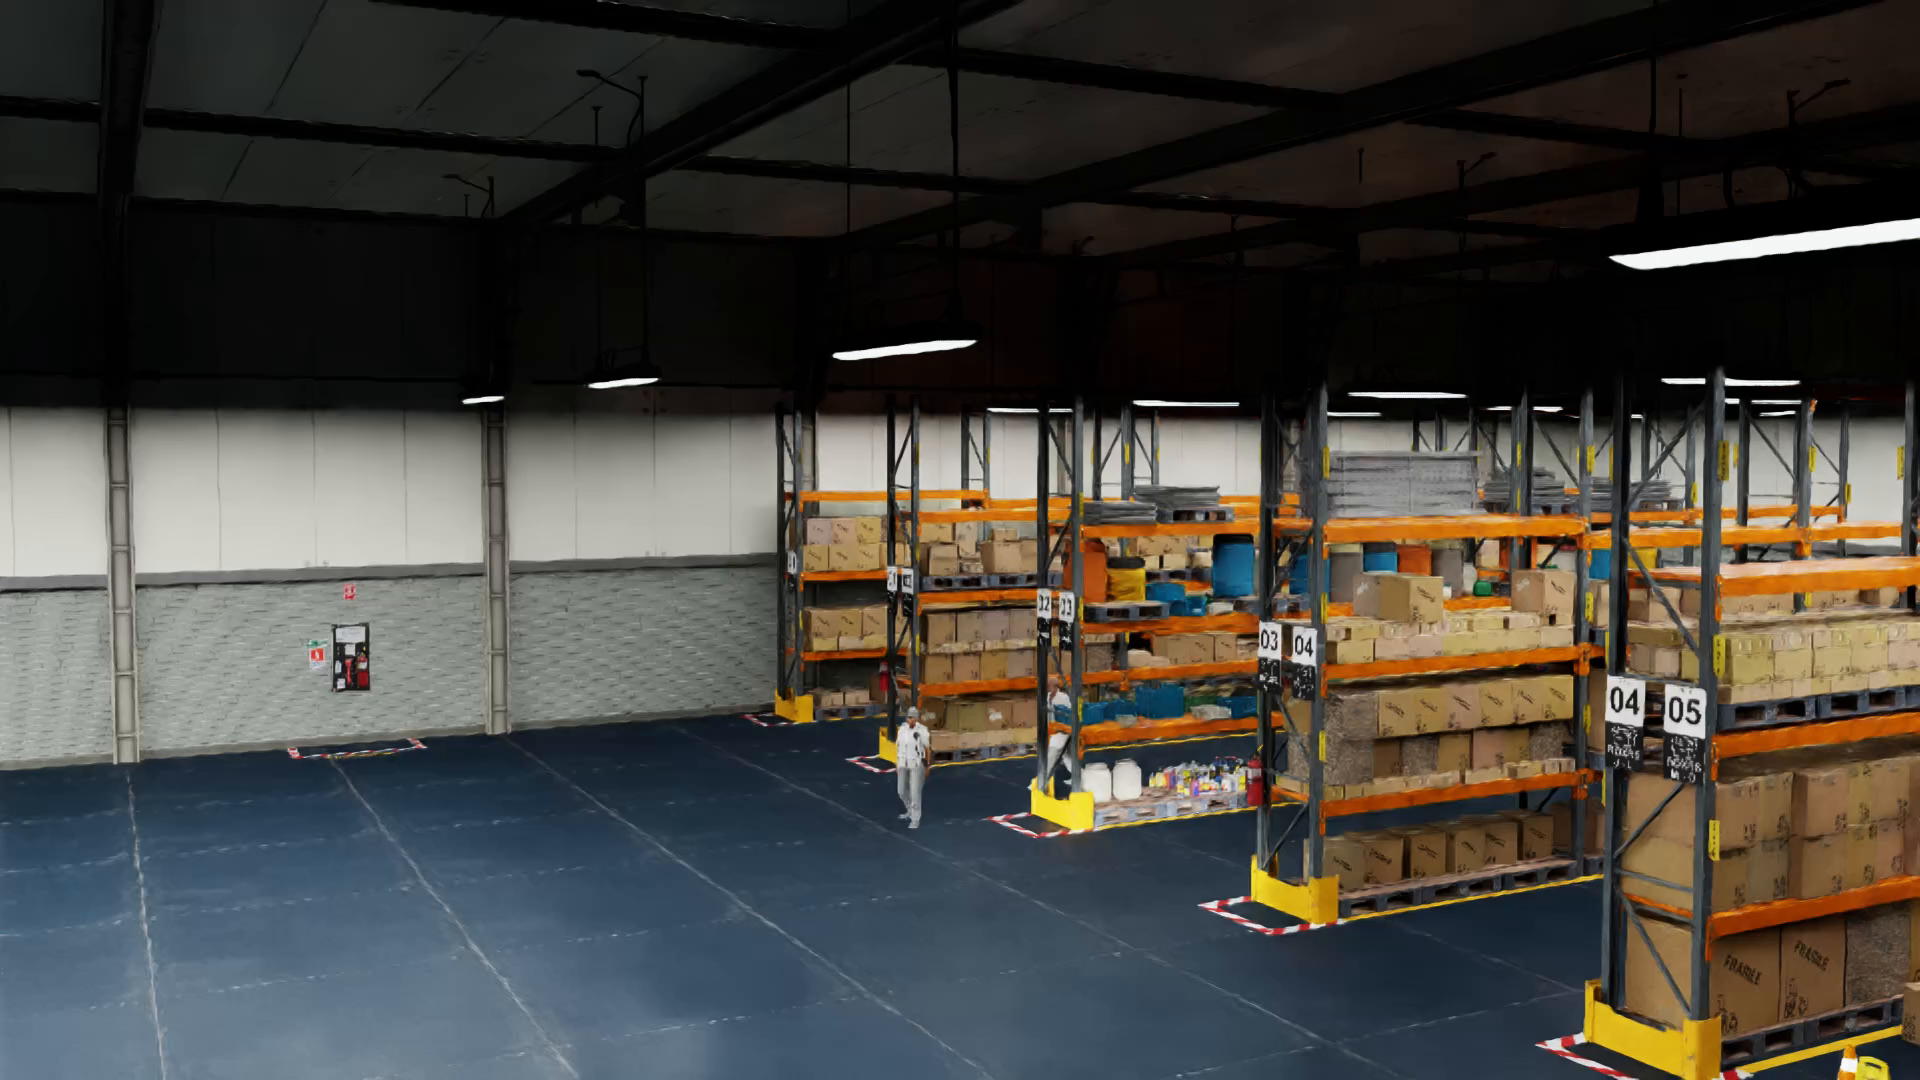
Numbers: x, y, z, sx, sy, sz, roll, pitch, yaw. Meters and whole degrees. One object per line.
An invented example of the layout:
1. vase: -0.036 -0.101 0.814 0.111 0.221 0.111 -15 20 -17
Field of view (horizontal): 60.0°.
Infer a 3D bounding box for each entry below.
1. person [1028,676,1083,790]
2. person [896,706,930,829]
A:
1. person: 1.433 2.886 24.932 1.197 1.699 0.600 -2 4 -30
2. person: -0.641 3.066 22.642 0.545 1.645 0.589 2 4 26
